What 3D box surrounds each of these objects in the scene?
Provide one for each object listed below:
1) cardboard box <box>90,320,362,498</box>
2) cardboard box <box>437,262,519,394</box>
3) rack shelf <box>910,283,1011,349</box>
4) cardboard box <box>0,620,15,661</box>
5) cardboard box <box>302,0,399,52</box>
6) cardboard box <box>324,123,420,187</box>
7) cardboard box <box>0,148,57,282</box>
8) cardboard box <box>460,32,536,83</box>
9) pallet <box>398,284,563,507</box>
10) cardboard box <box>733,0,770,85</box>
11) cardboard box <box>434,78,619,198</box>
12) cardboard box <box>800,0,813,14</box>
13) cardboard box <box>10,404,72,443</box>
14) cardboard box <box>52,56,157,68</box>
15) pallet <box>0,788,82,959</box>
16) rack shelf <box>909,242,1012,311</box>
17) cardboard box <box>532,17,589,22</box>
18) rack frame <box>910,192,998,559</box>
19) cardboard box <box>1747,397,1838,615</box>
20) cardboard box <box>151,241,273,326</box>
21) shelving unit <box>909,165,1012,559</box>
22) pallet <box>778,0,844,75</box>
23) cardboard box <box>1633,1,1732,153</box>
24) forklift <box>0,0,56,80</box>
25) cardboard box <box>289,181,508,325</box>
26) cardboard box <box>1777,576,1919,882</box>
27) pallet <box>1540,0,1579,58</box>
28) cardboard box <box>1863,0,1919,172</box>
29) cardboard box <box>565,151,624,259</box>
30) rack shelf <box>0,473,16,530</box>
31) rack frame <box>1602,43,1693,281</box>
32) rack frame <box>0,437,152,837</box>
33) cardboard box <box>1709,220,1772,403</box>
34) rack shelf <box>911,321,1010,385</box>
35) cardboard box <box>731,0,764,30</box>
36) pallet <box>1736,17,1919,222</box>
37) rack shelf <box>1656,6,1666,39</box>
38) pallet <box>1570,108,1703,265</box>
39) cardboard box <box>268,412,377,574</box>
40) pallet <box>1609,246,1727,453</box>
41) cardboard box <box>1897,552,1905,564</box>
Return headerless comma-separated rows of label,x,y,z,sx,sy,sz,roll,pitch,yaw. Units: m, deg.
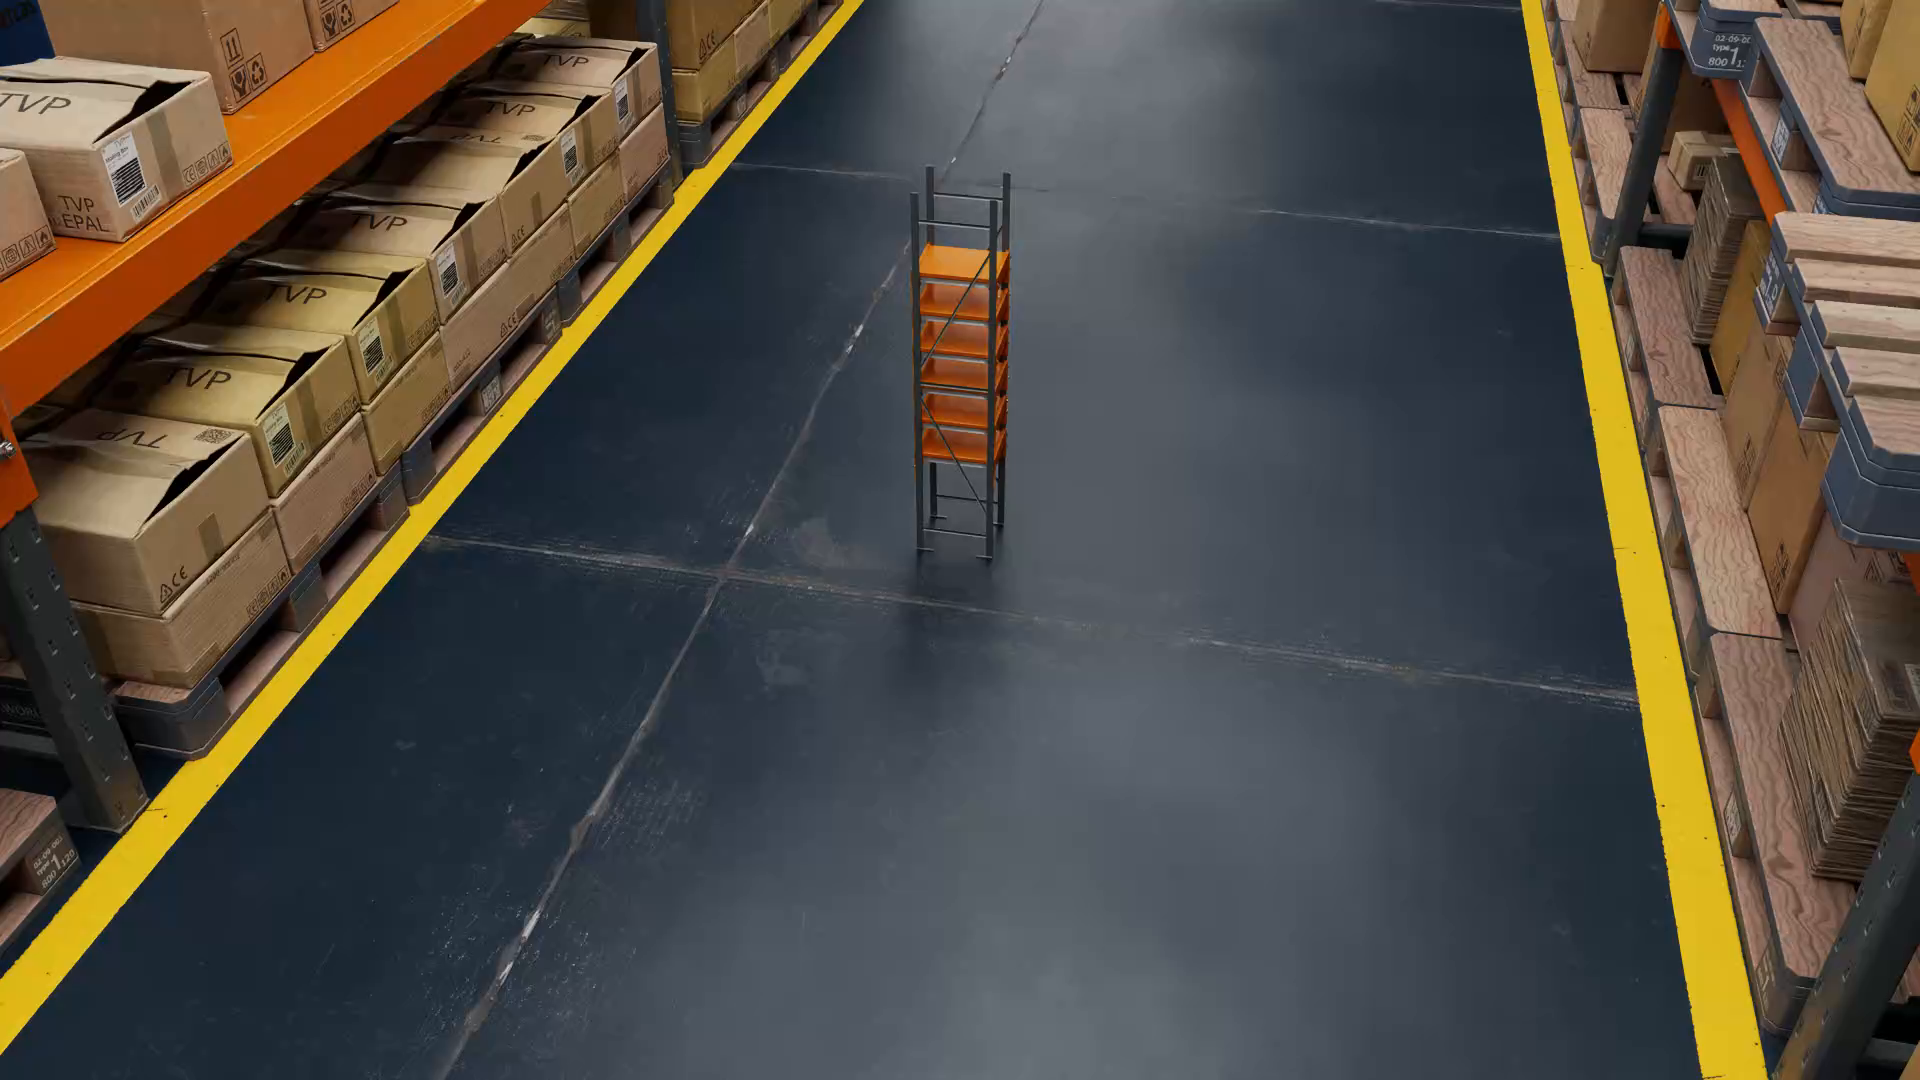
cardboard box,-2.094,-0.410,4.767,0.500,0.311,0.500,6,36,9
cardboard box,-1.877,-0.762,5.730,0.500,0.250,0.500,8,37,11
rack shelf,0.003,-0.652,4.795,0.258,0.103,0.180,7,37,10
cardboard box,-2.723,0.050,4.610,0.500,0.250,0.500,8,37,11
cardboard box,-2.142,-1.867,5.185,0.500,0.500,0.500,7,37,10
cardboard box,-2.296,-1.349,6.062,0.500,0.311,0.500,6,36,8
cardboard box,-2.477,-0.728,3.774,0.500,0.311,0.500,10,37,13
cardboard box,-2.074,-1.932,6.867,0.500,0.311,0.500,7,37,10
pallet,-2.120,-0.596,5.893,1.003,0.211,1.213,7,37,10
cardboard box,-1.236,-2.425,8.024,0.500,0.250,0.500,7,37,10
cardboard box,-1.654,-1.571,6.368,0.500,0.311,0.500,8,37,11
cardboard box,-1.023,-2.998,8.816,0.500,0.250,0.500,7,37,10
cardboard box,-2.726,-0.176,4.444,0.500,0.311,0.500,8,37,11
cardboard box,-2.380,-1.197,4.560,0.380,0.149,0.250,10,37,13
pallet,-2.794,0.992,3.702,1.003,0.211,1.213,7,37,10
rack shelf,0.003,-0.750,4.724,0.258,0.103,0.180,7,37,10
cardboard box,-1.741,-2.489,8.114,0.500,0.250,0.500,7,37,10
rack frame,-0.016,-0.442,4.837,0.240,1.200,0.006,7,37,10
cardboard box,2.648,-0.096,4.582,0.700,0.500,0.500,7,37,10
cardboard box,-2.511,-0.764,5.255,0.500,0.311,0.500,7,37,10
shelving unit,0.003,-0.494,4.909,0.258,1.200,0.189,7,37,10
pallet,-1.274,-2.877,9.040,1.003,0.211,1.213,7,37,10
cardboard box,3.280,-2.001,7.210,0.500,0.500,0.500,5,36,6
forklift,-4.470,-1.841,5.292,1.130,2.935,3.031,7,36,9
cardboard box,-1.874,-0.997,5.577,0.500,0.311,0.500,7,36,9
cardboard box,2.346,0.473,3.797,0.700,0.500,0.500,8,37,11
pallet,3.727,-2.894,9.064,1.003,0.211,1.213,7,37,10
cardboard box,2.578,-1.148,3.818,0.700,0.500,0.500,7,37,10
cardboard box,-1.658,-1.347,6.537,0.500,0.250,0.500,7,36,9
rack shelf,-3.024,0.877,2.097,1.077,0.370,4.000,7,37,10
rack frame,3.097,-2.235,5.778,1.000,3.000,0.127,7,37,10
rack frame,-2.597,-0.561,3.468,1.000,3.000,0.127,7,37,10
cardboard box,2.895,-0.675,5.380,0.700,0.500,0.500,7,36,9
rack shelf,0.003,-0.555,4.865,0.258,0.103,0.180,7,37,10
cardboard box,-1.239,-2.729,7.805,0.500,0.500,0.500,7,37,10
pallet,2.626,-1.004,4.243,1.003,0.211,1.213,7,37,10
rack shelf,3.525,-3.091,7.571,1.077,0.370,4.000,7,37,10
pallet,3.206,-1.496,7.134,1.003,0.211,1.213,7,37,10
cardboard box,-2.092,-0.169,4.913,0.500,0.250,0.500,6,36,9
pallet,2.933,-0.660,5.980,1.003,0.211,1.213,7,37,10
cardboard box,2.529,-0.150,4.017,0.500,0.250,0.500,8,37,11
